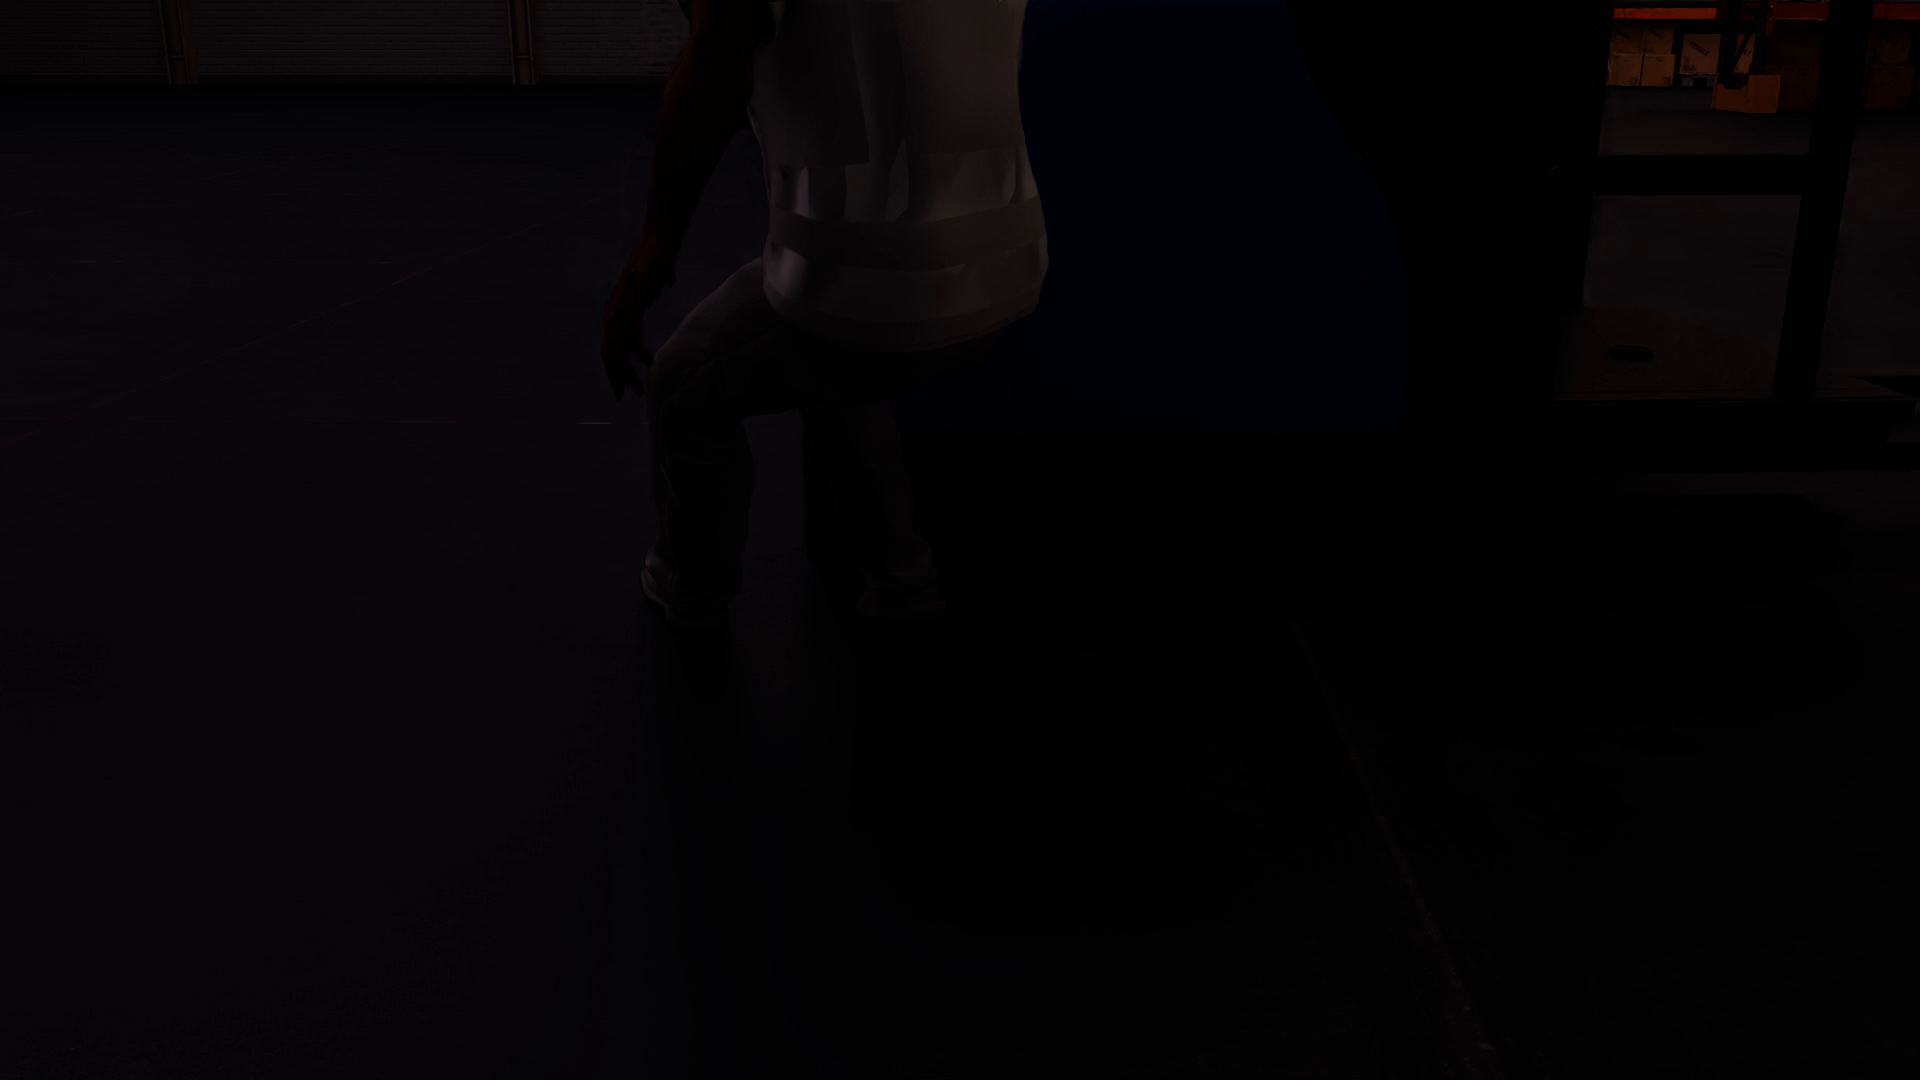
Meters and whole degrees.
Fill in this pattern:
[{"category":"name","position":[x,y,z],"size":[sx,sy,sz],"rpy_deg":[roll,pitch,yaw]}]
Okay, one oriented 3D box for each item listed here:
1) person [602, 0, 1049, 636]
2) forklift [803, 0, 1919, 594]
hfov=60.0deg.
[{"category":"person","position":[-0.340,-0.455,2.459],"size":[0.929,1.525,0.937],"rpy_deg":[14,22,38]},{"category":"forklift","position":[1.204,-1.457,3.122],"size":[3.031,2.935,1.130],"rpy_deg":[-1,17,-4]}]
